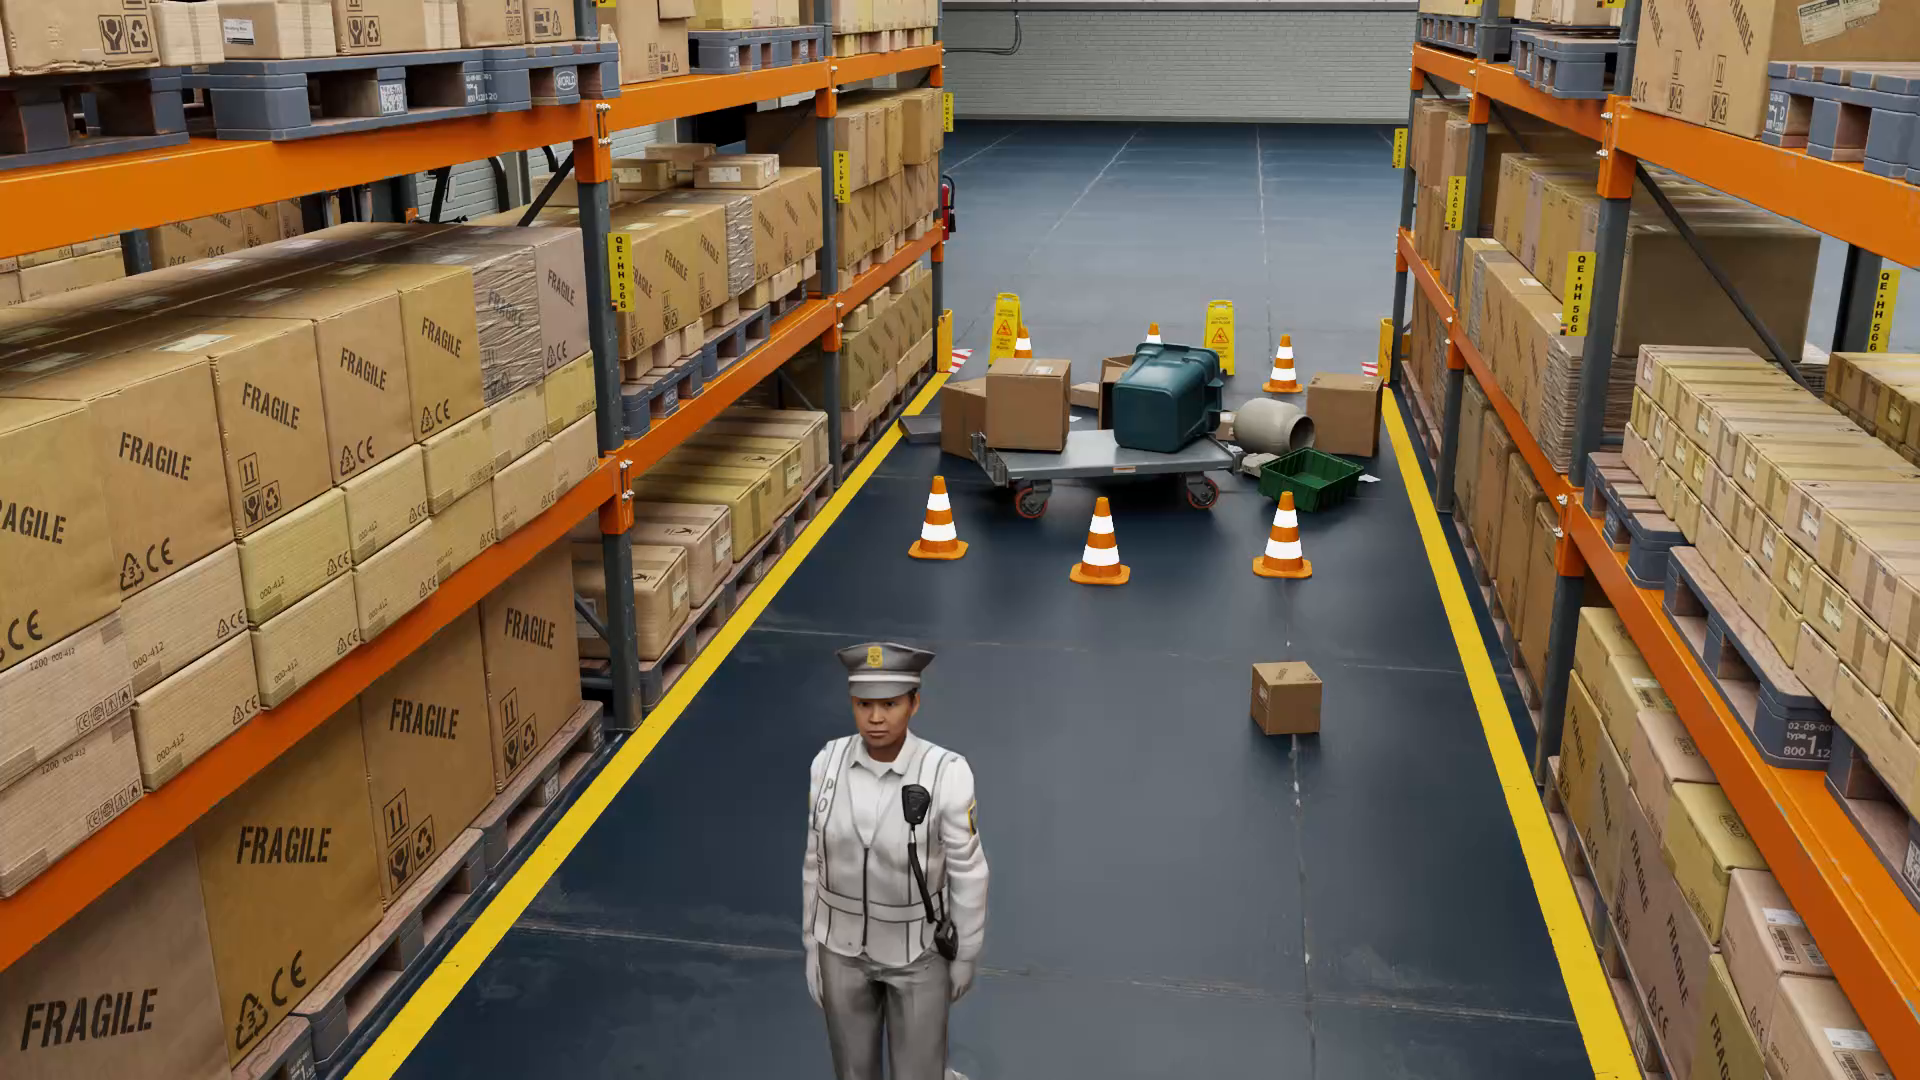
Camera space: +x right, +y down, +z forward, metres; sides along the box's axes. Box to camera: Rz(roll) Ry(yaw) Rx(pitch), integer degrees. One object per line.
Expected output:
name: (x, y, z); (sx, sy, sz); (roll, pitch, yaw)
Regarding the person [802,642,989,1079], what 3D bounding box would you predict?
person: (-0.170, 1.029, 4.275); (0.483, 1.679, 0.489); (6, 19, 17)
